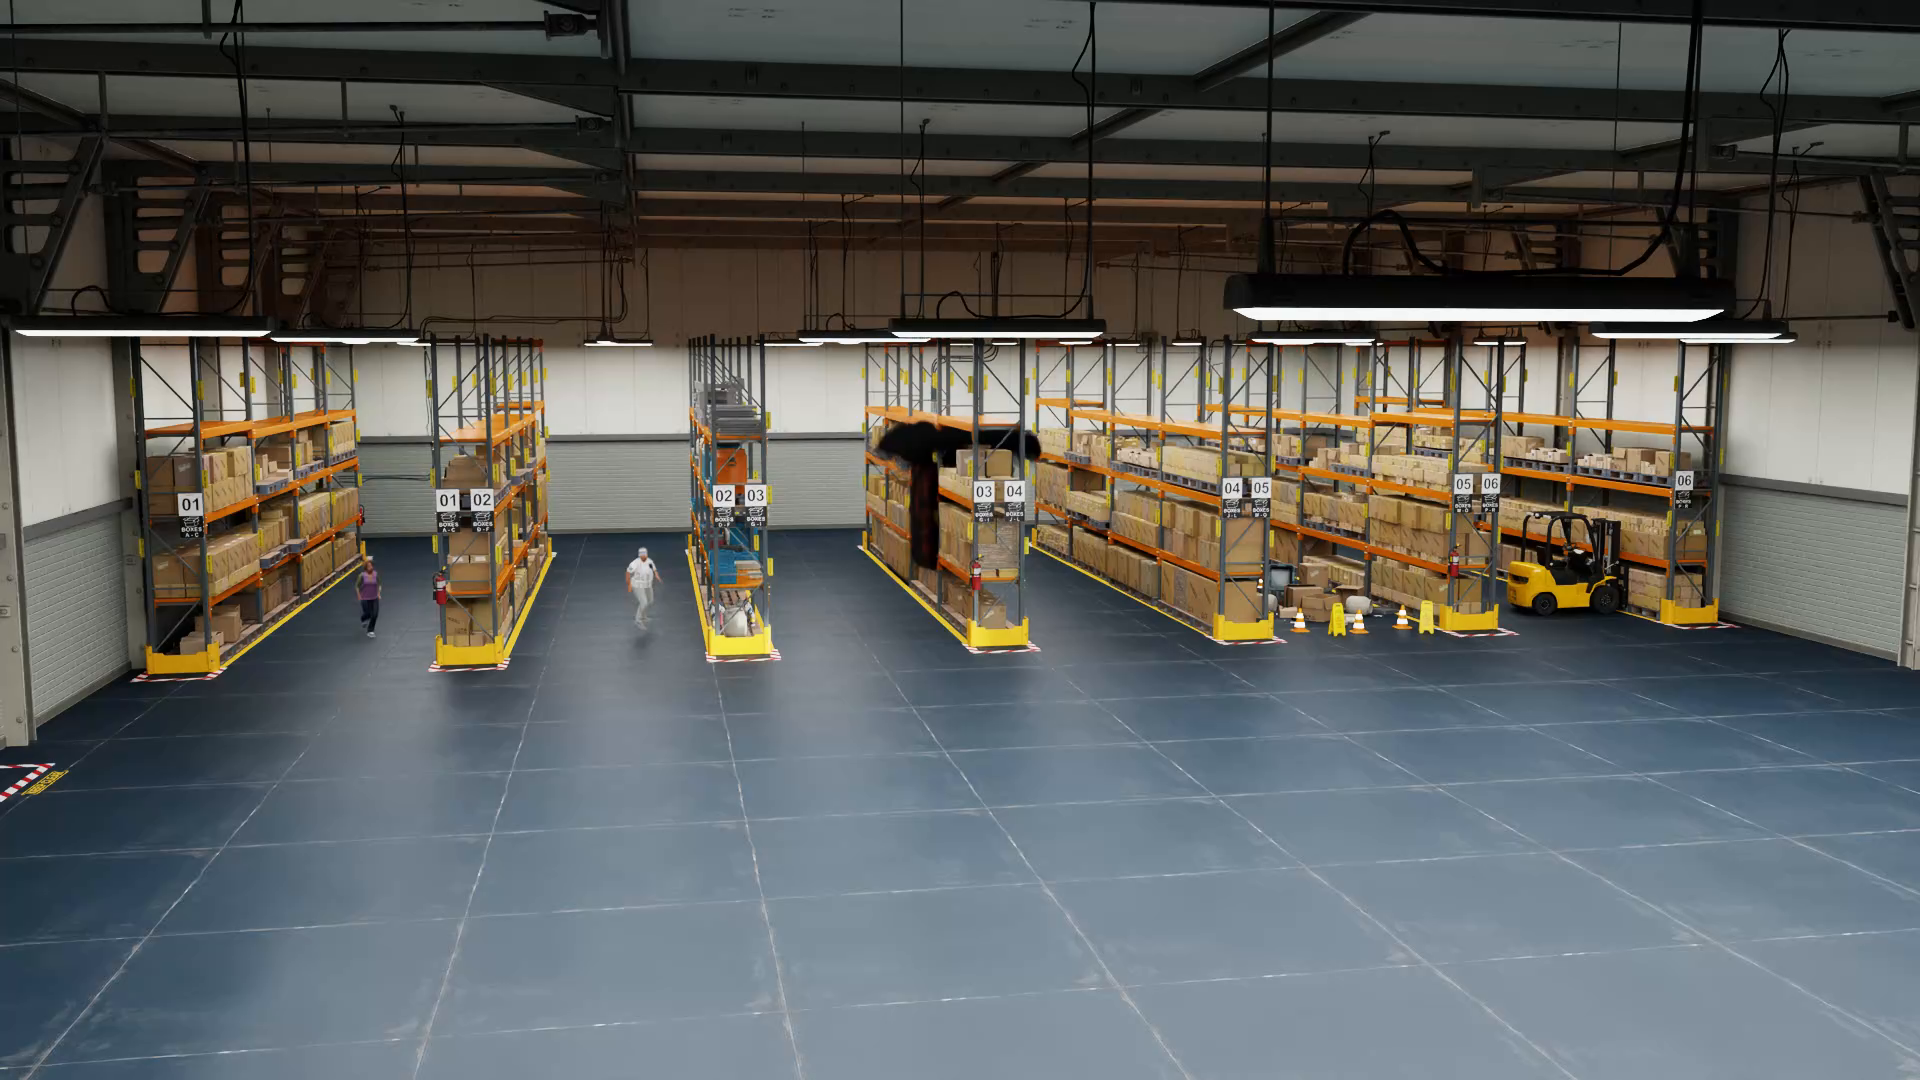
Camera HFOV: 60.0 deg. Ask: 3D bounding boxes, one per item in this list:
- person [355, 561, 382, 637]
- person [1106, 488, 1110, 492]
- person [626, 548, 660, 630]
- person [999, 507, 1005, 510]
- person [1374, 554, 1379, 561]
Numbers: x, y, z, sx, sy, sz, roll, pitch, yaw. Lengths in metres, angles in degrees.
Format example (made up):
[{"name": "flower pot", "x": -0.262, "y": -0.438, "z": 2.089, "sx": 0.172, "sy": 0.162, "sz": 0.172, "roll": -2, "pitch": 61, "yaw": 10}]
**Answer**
[{"name": "person", "x": -11.792, "y": 1.167, "z": 33.178, "sx": 0.524, "sy": 1.544, "sz": 0.573, "roll": -4, "pitch": 8, "yaw": -31}, {"name": "person", "x": 4.326, "y": -0.660, "z": 48.234, "sx": 0.717, "sy": 1.729, "sz": 0.810, "roll": -4, "pitch": 7, "yaw": -29}, {"name": "person", "x": -6.231, "y": 0.944, "z": 32.915, "sx": 0.804, "sy": 1.628, "sz": 0.632, "roll": 4, "pitch": 8, "yaw": 34}, {"name": "person", "x": 1.168, "y": -0.593, "z": 47.871, "sx": 0.586, "sy": 1.736, "sz": 0.897, "roll": 0, "pitch": 7, "yaw": -4}, {"name": "person", "x": 10.797, "y": 0.098, "z": 42.393, "sx": 0.533, "sy": 1.551, "sz": 0.905, "roll": -2, "pitch": 7, "yaw": -19}]
